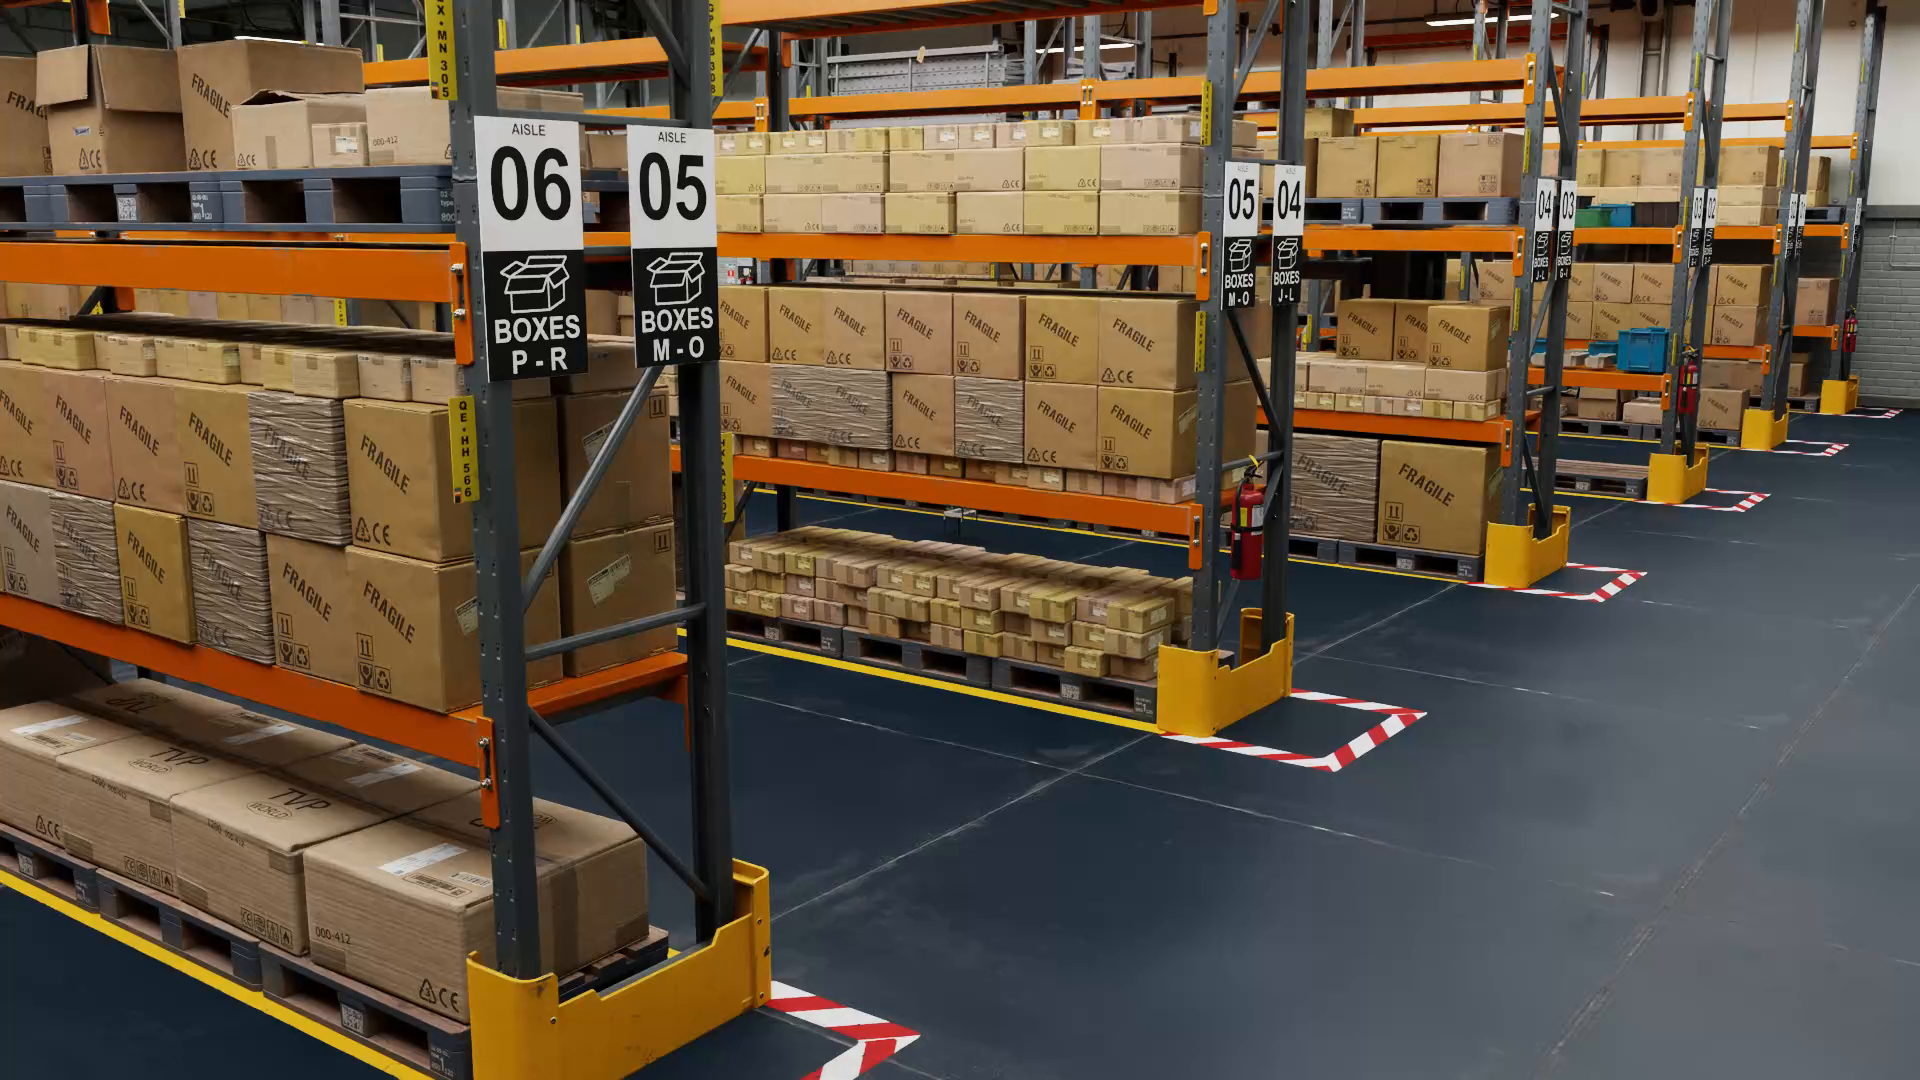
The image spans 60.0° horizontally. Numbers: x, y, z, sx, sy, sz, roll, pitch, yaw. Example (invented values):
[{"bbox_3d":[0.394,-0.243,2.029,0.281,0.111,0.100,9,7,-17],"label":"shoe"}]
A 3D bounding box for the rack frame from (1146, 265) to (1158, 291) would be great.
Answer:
[{"bbox_3d":[3.798,-4.816,32.248,0.127,3.000,1.000,8,13,36],"label":"rack frame"}]

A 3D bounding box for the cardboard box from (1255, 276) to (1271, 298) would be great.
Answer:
[{"bbox_3d":[4.668,-3.810,25.675,0.500,0.500,0.700,3,11,17],"label":"cardboard box"}]

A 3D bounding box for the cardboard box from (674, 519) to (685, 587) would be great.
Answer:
[{"bbox_3d":[-2.312,0.082,12.402,0.500,0.500,0.500,8,13,34],"label":"cardboard box"}]

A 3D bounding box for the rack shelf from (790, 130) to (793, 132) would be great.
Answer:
[{"bbox_3d":[-3.678,-5.920,25.107,4.000,0.370,1.077,8,13,36],"label":"rack shelf"}]

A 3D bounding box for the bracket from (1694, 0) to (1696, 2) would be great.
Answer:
[{"bbox_3d":[13.524,-8.293,24.946,4.783,0.066,0.076,8,13,36],"label":"bracket"}]

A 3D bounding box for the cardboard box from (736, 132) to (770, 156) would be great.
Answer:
[{"bbox_3d":[-1.276,-2.629,11.072,0.250,0.149,0.380,7,13,33],"label":"cardboard box"}]

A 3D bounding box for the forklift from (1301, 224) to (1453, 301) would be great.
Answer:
[{"bbox_3d":[3.930,-1.736,16.506,3.031,2.935,1.130,10,15,42],"label":"forklift"}]

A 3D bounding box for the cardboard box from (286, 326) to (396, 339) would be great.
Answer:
[{"bbox_3d":[-2.538,-0.797,6.867,0.250,0.149,0.380,8,13,34],"label":"cardboard box"}]

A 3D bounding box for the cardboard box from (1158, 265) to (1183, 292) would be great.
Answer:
[{"bbox_3d":[4.188,-5.019,31.874,0.500,0.500,0.700,8,14,36],"label":"cardboard box"}]

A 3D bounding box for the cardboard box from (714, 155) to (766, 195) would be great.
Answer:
[{"bbox_3d":[-1.321,-2.448,11.186,0.500,0.250,0.500,9,14,37],"label":"cardboard box"}]

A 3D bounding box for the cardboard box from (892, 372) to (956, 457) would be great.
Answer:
[{"bbox_3d":[-0.079,-0.822,10.557,0.500,0.500,0.500,9,14,38],"label":"cardboard box"}]

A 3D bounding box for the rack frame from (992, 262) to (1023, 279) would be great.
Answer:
[{"bbox_3d":[0.869,-4.057,28.326,0.127,3.000,1.000,8,13,36],"label":"rack frame"}]

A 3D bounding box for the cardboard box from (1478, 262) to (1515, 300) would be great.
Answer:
[{"bbox_3d":[7.531,-3.602,23.076,0.500,0.500,0.500,8,14,37],"label":"cardboard box"}]

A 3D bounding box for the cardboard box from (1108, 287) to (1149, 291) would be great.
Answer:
[{"bbox_3d":[2.731,-3.843,26.954,0.500,0.500,0.500,7,13,33],"label":"cardboard box"}]

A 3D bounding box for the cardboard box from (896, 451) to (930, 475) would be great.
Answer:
[{"bbox_3d":[-0.198,-0.525,10.728,0.250,0.149,0.380,9,14,38],"label":"cardboard box"}]

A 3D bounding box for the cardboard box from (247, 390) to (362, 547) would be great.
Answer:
[{"bbox_3d":[-2.159,-0.287,5.941,0.500,0.500,0.500,8,14,36],"label":"cardboard box"}]

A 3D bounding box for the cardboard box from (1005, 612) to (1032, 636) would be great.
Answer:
[{"bbox_3d":[0.487,0.483,10.471,0.250,0.149,0.380,8,13,35],"label":"cardboard box"}]

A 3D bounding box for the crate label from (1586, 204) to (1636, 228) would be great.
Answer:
[{"bbox_3d":[7.054,-3.503,17.956,0.502,0.251,0.408,8,13,36],"label":"crate label"}]

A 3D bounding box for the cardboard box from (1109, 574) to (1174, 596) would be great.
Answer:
[{"bbox_3d":[1.143,0.334,10.462,0.250,0.149,0.380,8,14,37],"label":"cardboard box"}]

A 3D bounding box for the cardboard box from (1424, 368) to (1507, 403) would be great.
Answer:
[{"bbox_3d":[4.127,-1.278,13.573,0.500,0.250,0.500,8,13,35],"label":"cardboard box"}]

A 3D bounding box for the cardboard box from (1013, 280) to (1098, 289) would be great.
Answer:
[{"bbox_3d":[0.931,-2.254,16.100,0.637,0.503,0.797,8,13,34],"label":"cardboard box"}]

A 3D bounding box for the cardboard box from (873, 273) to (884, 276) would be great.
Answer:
[{"bbox_3d":[-1.333,-4.682,29.582,0.250,0.149,0.380,7,13,34],"label":"cardboard box"}]

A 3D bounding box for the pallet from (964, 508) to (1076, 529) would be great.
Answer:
[{"bbox_3d":[0.784,-0.348,16.493,1.213,0.211,1.003,8,13,36],"label":"pallet"}]

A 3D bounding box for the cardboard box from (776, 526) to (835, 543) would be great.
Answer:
[{"bbox_3d":[-1.126,0.008,12.147,0.250,0.149,0.380,8,14,37],"label":"cardboard box"}]

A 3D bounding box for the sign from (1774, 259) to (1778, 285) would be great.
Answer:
[{"bbox_3d":[10.197,-3.349,20.785,0.005,0.325,0.100,8,13,36],"label":"sign"}]

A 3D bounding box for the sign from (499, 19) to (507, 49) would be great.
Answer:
[{"bbox_3d":[-5.333,-5.903,19.404,0.005,0.325,0.100,8,13,36],"label":"sign"}]

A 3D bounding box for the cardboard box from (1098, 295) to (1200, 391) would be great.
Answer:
[{"bbox_3d":[1.141,-1.144,9.585,0.500,0.500,0.500,8,13,34],"label":"cardboard box"}]

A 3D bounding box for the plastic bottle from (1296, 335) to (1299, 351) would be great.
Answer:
[{"bbox_3d":[4.128,-2.434,20.459,0.097,0.201,0.097,0,11,0],"label":"plastic bottle"}]

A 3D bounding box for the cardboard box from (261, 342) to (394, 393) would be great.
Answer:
[{"bbox_3d":[-2.254,-0.619,5.948,0.250,0.149,0.380,8,14,37],"label":"cardboard box"}]

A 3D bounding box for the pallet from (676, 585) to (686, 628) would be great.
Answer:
[{"bbox_3d":[-2.195,0.388,12.690,1.213,0.211,1.003,8,13,36],"label":"pallet"}]

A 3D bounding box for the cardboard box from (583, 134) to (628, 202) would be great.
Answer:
[{"bbox_3d":[-2.734,-2.817,12.641,0.637,0.503,0.797,8,13,35],"label":"cardboard box"}]

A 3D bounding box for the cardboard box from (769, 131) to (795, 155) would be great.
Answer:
[{"bbox_3d":[-1.040,-2.609,10.971,0.250,0.149,0.380,8,13,35],"label":"cardboard box"}]

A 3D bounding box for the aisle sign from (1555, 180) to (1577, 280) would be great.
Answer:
[{"bbox_3d":[4.910,-2.506,13.464,0.004,0.787,0.394,8,13,36],"label":"aisle sign"}]

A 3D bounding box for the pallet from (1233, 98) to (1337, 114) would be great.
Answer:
[{"bbox_3d":[3.697,-5.145,19.702,1.213,0.211,1.003,8,13,36],"label":"pallet"}]

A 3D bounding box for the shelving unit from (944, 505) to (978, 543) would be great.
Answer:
[{"bbox_3d":[0.007,-0.441,15.160,0.210,0.900,0.258,8,13,36],"label":"shelving unit"}]

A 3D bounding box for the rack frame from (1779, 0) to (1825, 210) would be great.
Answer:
[{"bbox_3d":[10.541,-5.654,20.783,0.127,3.000,1.000,8,13,36],"label":"rack frame"}]

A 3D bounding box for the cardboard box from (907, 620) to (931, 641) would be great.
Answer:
[{"bbox_3d":[-0.137,0.547,10.925,0.250,0.149,0.380,8,14,37],"label":"cardboard box"}]

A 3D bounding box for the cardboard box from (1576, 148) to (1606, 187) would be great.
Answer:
[{"bbox_3d":[8.458,-4.989,22.347,0.500,0.500,0.700,8,13,36],"label":"cardboard box"}]

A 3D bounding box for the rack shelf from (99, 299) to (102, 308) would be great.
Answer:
[{"bbox_3d":[-6.027,-1.469,8.943,4.000,0.370,1.077,8,13,36],"label":"rack shelf"}]

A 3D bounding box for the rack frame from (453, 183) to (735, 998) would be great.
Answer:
[{"bbox_3d":[-1.191,0.325,5.673,0.127,3.000,1.000,8,13,36],"label":"rack frame"}]

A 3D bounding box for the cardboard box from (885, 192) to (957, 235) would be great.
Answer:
[{"bbox_3d":[-0.113,-2.025,10.316,0.500,0.250,0.500,9,14,38],"label":"cardboard box"}]

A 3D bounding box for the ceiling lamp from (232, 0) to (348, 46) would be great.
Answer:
[{"bbox_3d":[-11.656,-10.088,28.337,0.800,3.185,2.000,8,13,36],"label":"ceiling lamp"}]

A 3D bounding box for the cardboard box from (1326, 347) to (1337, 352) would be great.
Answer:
[{"bbox_3d":[5.861,-2.775,25.147,0.500,0.250,0.500,8,13,34],"label":"cardboard box"}]

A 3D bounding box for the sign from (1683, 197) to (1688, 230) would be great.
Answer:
[{"bbox_3d":[7.294,-3.286,16.715,0.005,0.325,0.100,8,13,36],"label":"sign"}]

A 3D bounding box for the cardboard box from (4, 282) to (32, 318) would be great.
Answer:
[{"bbox_3d":[-9.590,-2.628,17.699,0.500,0.550,0.875,8,13,36],"label":"cardboard box"}]

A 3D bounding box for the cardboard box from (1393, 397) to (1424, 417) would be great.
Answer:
[{"bbox_3d":[3.780,-1.116,13.783,0.250,0.149,0.380,8,14,36],"label":"cardboard box"}]

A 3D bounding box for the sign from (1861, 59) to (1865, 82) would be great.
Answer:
[{"bbox_3d":[13.138,-6.829,24.187,0.005,0.325,0.100,8,13,36],"label":"sign"}]

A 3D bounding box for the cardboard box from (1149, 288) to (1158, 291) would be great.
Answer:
[{"bbox_3d":[3.547,-4.838,32.703,0.500,0.250,0.500,8,14,36],"label":"cardboard box"}]

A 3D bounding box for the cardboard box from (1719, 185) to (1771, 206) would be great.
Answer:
[{"bbox_3d":[9.976,-4.372,21.131,0.500,0.250,0.500,8,13,36],"label":"cardboard box"}]

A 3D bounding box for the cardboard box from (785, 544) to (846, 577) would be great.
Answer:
[{"bbox_3d":[-0.992,0.139,11.469,0.250,0.149,0.380,8,13,35],"label":"cardboard box"}]

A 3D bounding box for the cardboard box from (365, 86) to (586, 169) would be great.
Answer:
[{"bbox_3d":[-1.607,-1.366,5.543,0.500,0.250,0.500,7,13,30],"label":"cardboard box"}]

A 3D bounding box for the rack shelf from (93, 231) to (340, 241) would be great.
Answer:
[{"bbox_3d":[-6.403,-2.688,15.244,4.000,0.370,1.077,8,13,36],"label":"rack shelf"}]

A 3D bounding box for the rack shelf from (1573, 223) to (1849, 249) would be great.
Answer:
[{"bbox_3d":[11.858,-4.812,26.220,4.000,0.370,1.077,8,13,36],"label":"rack shelf"}]

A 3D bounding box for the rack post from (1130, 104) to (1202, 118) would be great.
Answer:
[{"bbox_3d":[2.676,-5.308,20.313,0.954,0.300,0.937,10,15,42],"label":"rack post"}]

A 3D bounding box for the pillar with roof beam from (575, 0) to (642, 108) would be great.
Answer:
[{"bbox_3d":[-10.570,-8.955,37.848,0.548,9.000,9.100,8,13,36],"label":"pillar with roof beam"}]
